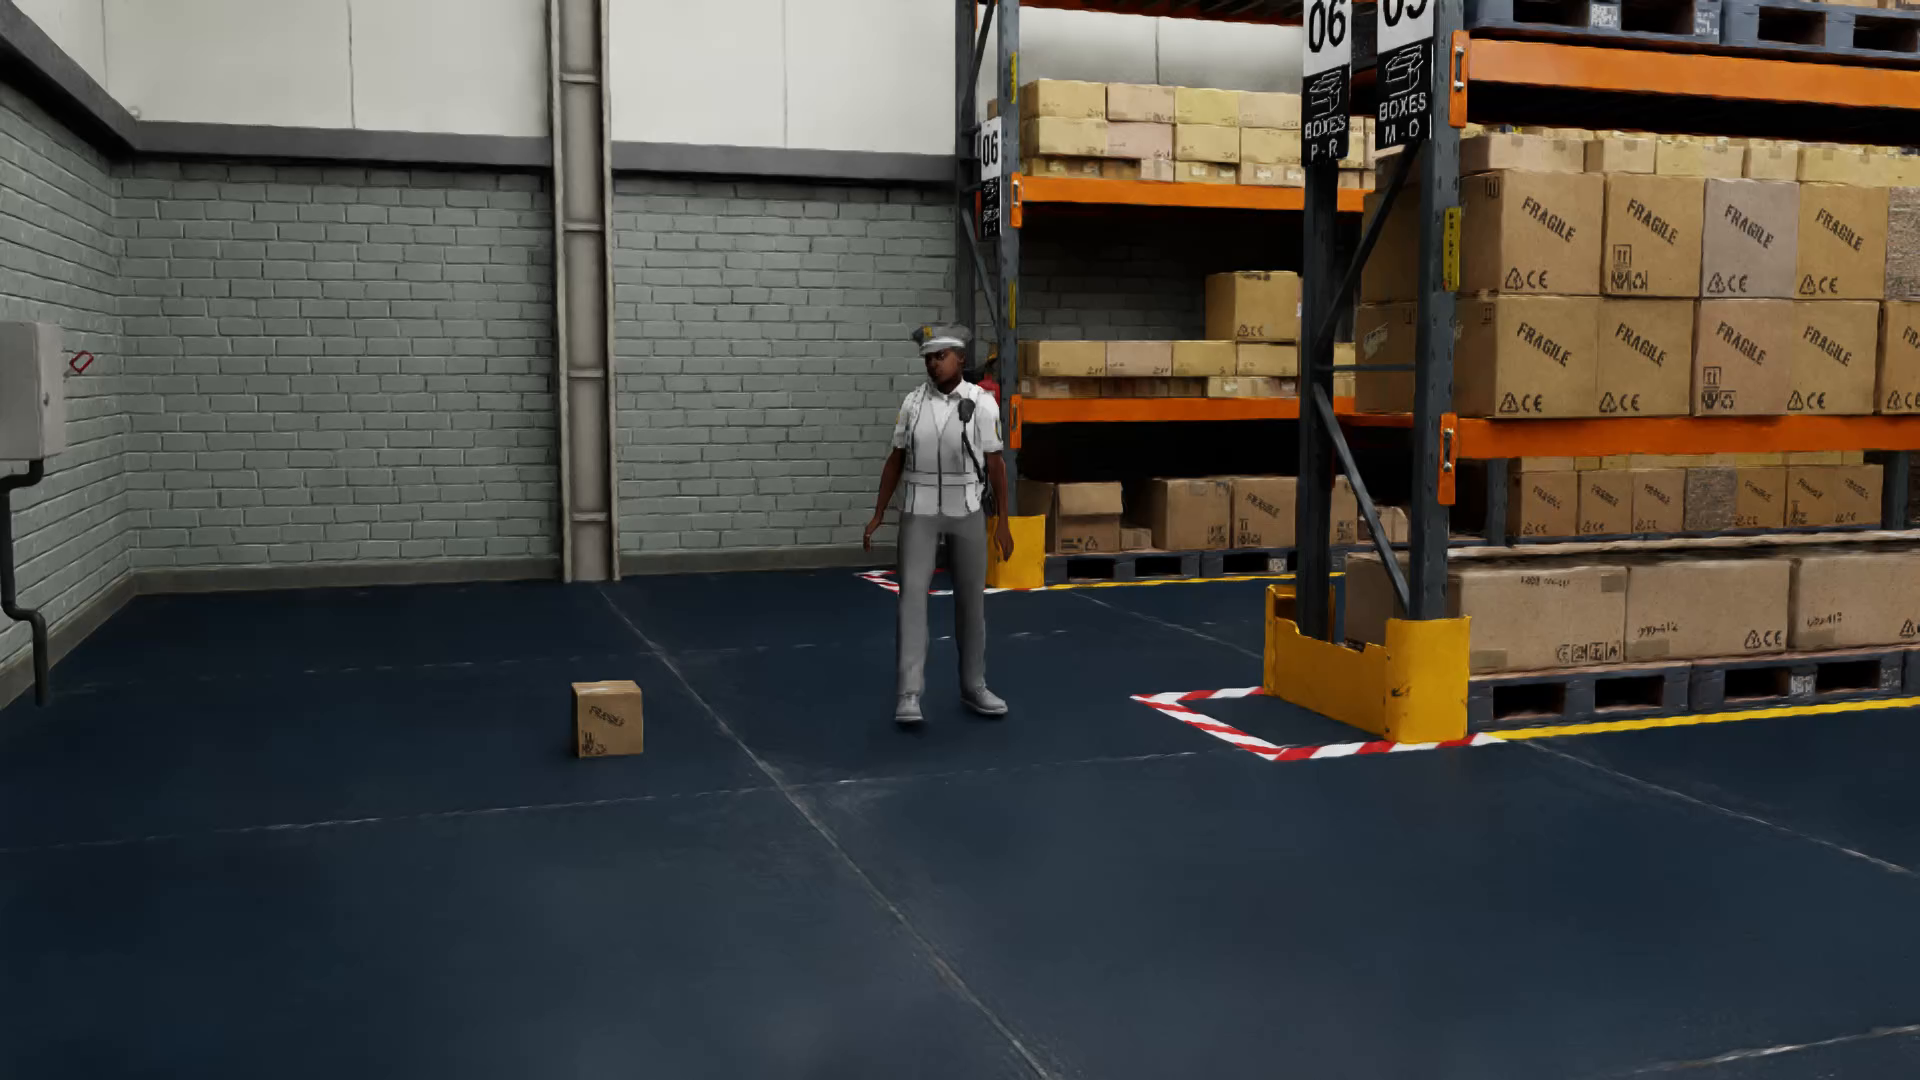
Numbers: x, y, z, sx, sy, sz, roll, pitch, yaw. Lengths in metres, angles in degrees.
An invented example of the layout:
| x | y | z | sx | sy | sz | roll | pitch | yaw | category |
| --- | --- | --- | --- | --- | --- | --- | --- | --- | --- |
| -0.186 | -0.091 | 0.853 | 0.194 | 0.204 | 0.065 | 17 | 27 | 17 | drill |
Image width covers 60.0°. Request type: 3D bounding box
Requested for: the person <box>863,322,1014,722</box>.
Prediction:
| x | y | z | sx | sy | sz | roll | pitch | yaw | category |
| --- | --- | --- | --- | --- | --- | --- | --- | --- | --- |
| -0.097 | -0.071 | 7.036 | 0.640 | 1.663 | 0.571 | 1 | 6 | 6 | person |
